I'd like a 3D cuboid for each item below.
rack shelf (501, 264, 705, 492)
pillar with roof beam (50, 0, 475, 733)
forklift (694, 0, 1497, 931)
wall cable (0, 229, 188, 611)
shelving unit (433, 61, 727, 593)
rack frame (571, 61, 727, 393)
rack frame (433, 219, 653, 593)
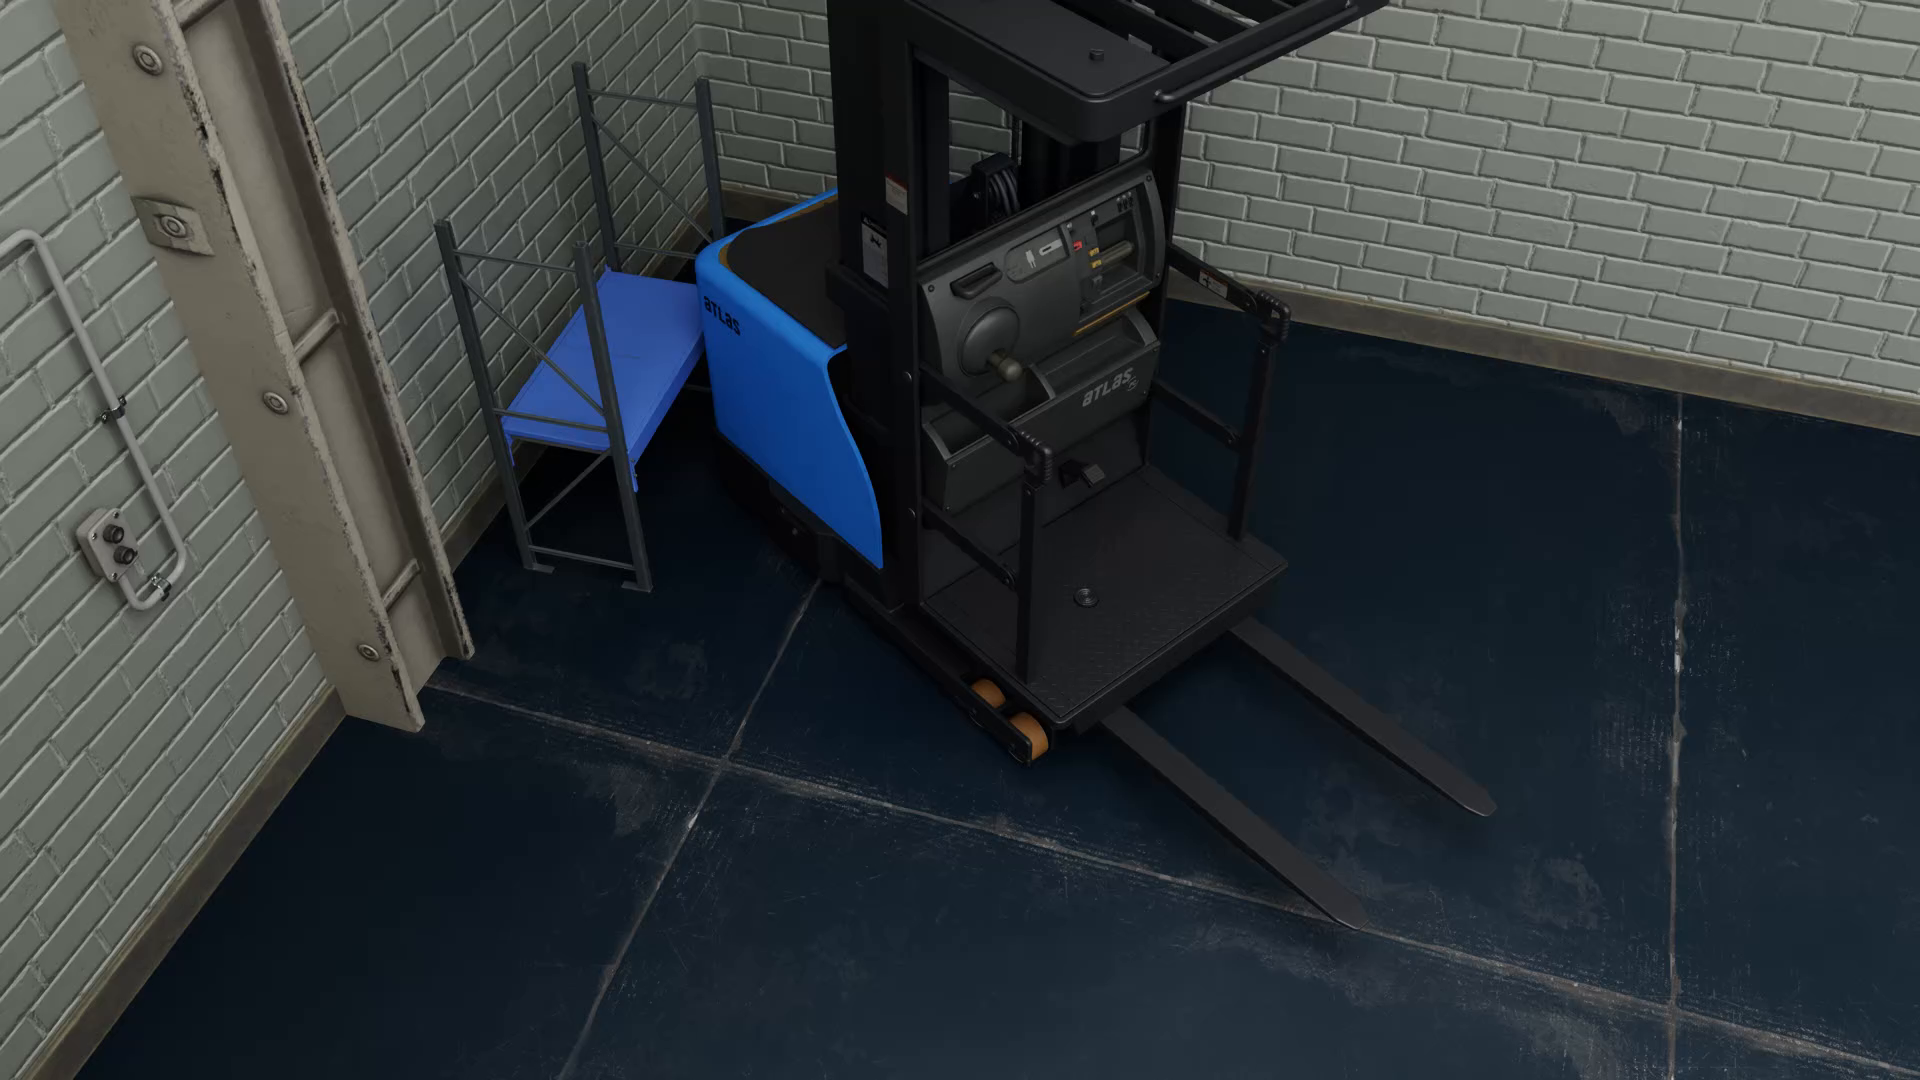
[{"bbox_3d":[-1.238,-0.612,6.059,0.538,0.185,1.000,10,45,10],"label":"rack shelf"},{"bbox_3d":[2.193,-1.821,1.677,9.100,9.000,0.400,13,46,13],"label":"pillar with roof beam"},{"bbox_3d":[0.407,-0.718,4.888,1.130,2.935,3.031,-31,52,-28],"label":"forklift"},{"bbox_3d":[-2.417,-0.022,3.402,0.084,1.984,1.851,13,46,13],"label":"wall cable"},{"bbox_3d":[-1.238,-0.740,5.934,0.538,1.500,1.048,10,45,10],"label":"shelving unit"},{"bbox_3d":[-1.109,-1.084,6.285,0.500,1.500,0.032,10,45,10],"label":"rack frame"},{"bbox_3d":[-1.367,-0.396,5.582,0.500,1.500,0.032,10,45,10],"label":"rack frame"}]
